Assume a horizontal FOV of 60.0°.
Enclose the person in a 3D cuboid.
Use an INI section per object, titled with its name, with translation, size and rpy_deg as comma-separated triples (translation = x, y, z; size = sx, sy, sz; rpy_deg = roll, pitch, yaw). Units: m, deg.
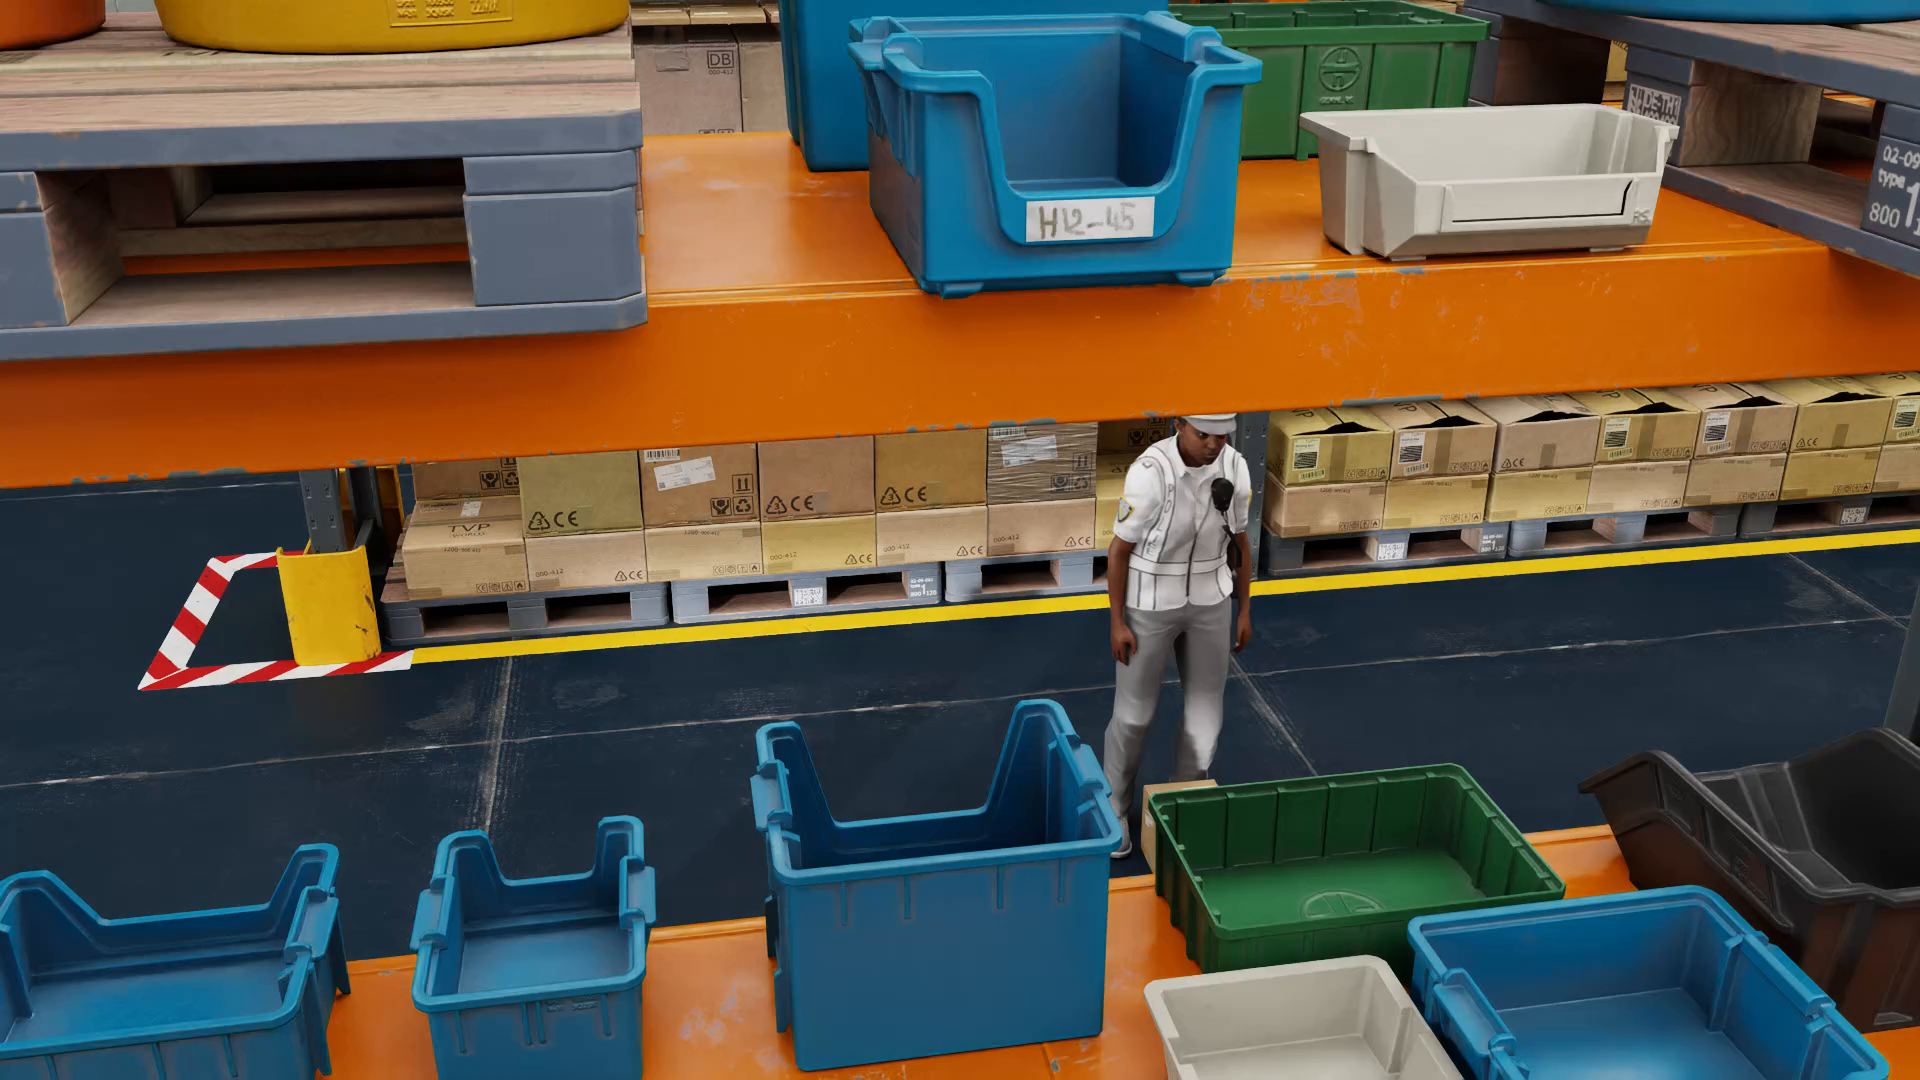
[person]
translation = 0.714, 0.248, 5.522
size = 0.529, 1.664, 0.391
rpy_deg = -5, 24, -12
